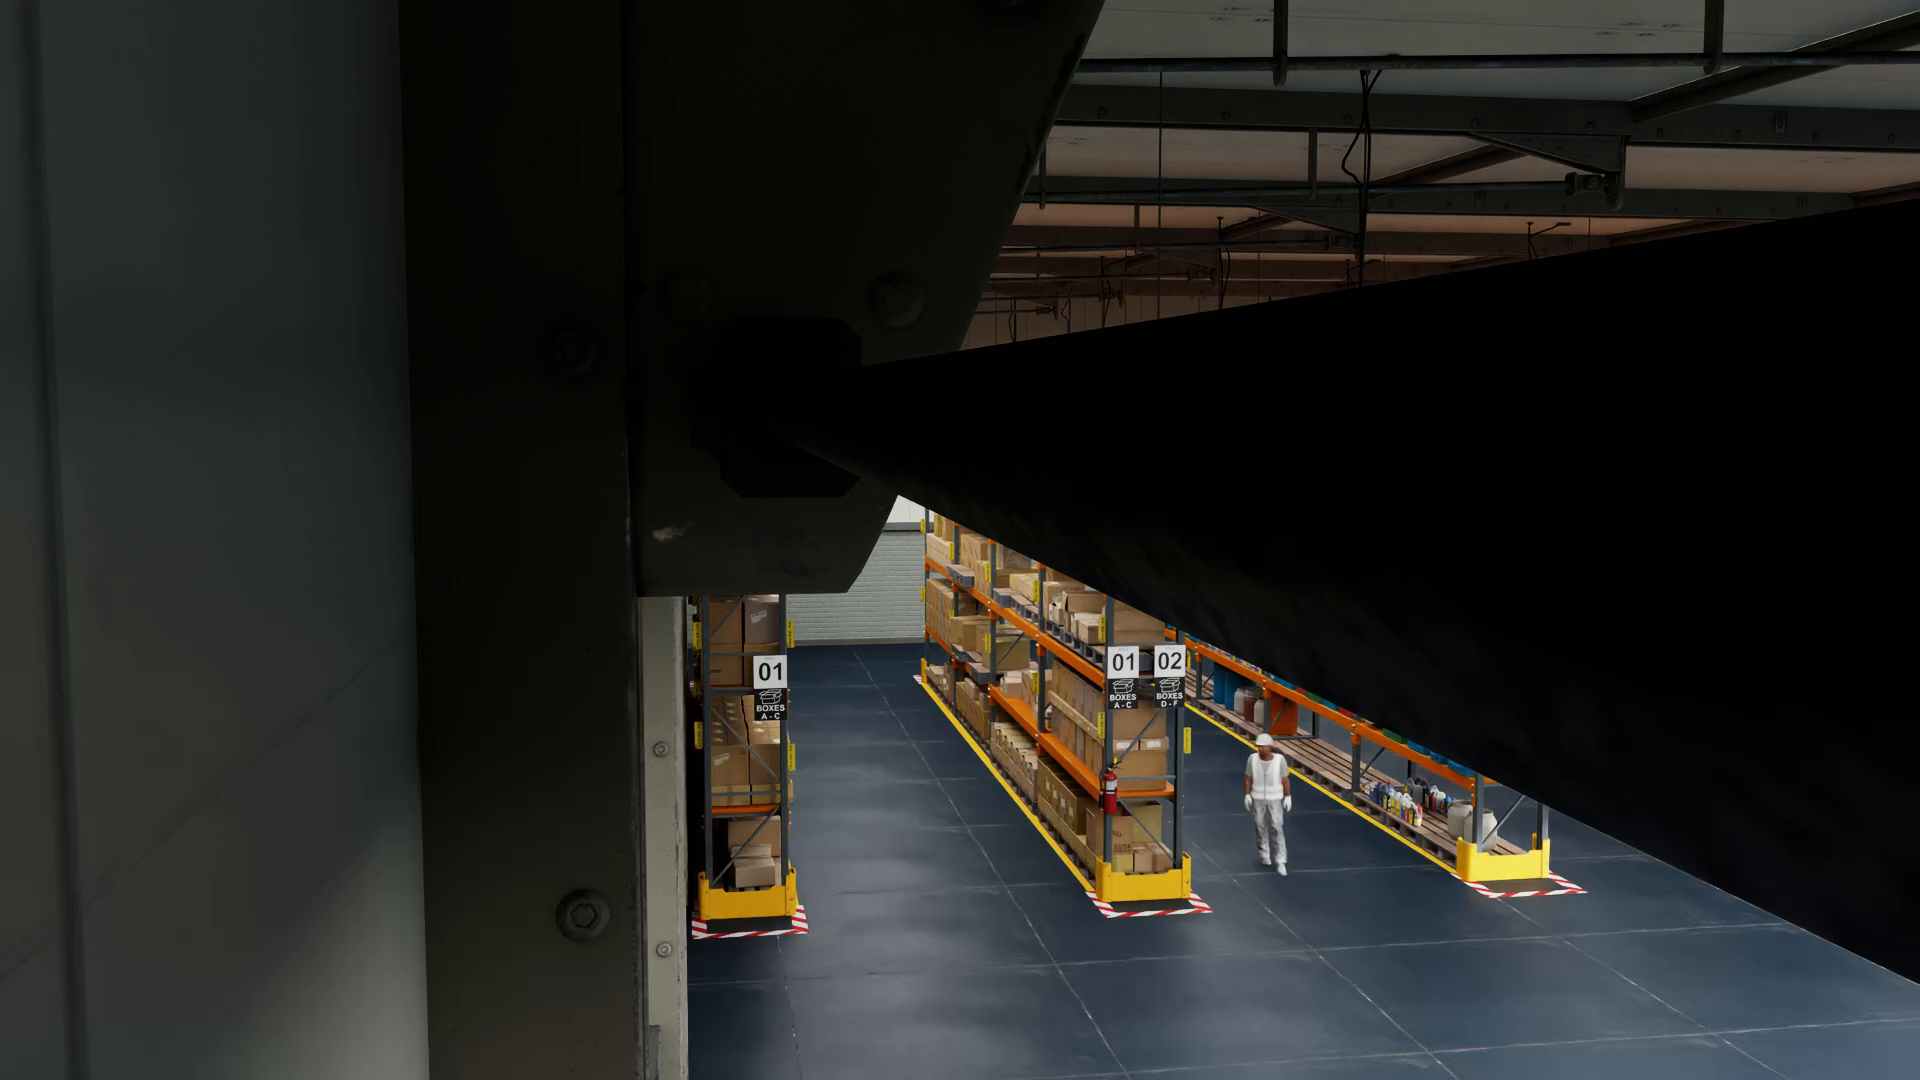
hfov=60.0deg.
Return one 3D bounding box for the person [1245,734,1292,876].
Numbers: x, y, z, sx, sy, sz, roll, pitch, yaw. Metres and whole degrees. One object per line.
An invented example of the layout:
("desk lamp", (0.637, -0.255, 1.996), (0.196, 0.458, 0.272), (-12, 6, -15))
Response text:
("person", (4.095, 3.492, 22.176), (0.647, 1.788, 0.640), (2, 5, 22))
